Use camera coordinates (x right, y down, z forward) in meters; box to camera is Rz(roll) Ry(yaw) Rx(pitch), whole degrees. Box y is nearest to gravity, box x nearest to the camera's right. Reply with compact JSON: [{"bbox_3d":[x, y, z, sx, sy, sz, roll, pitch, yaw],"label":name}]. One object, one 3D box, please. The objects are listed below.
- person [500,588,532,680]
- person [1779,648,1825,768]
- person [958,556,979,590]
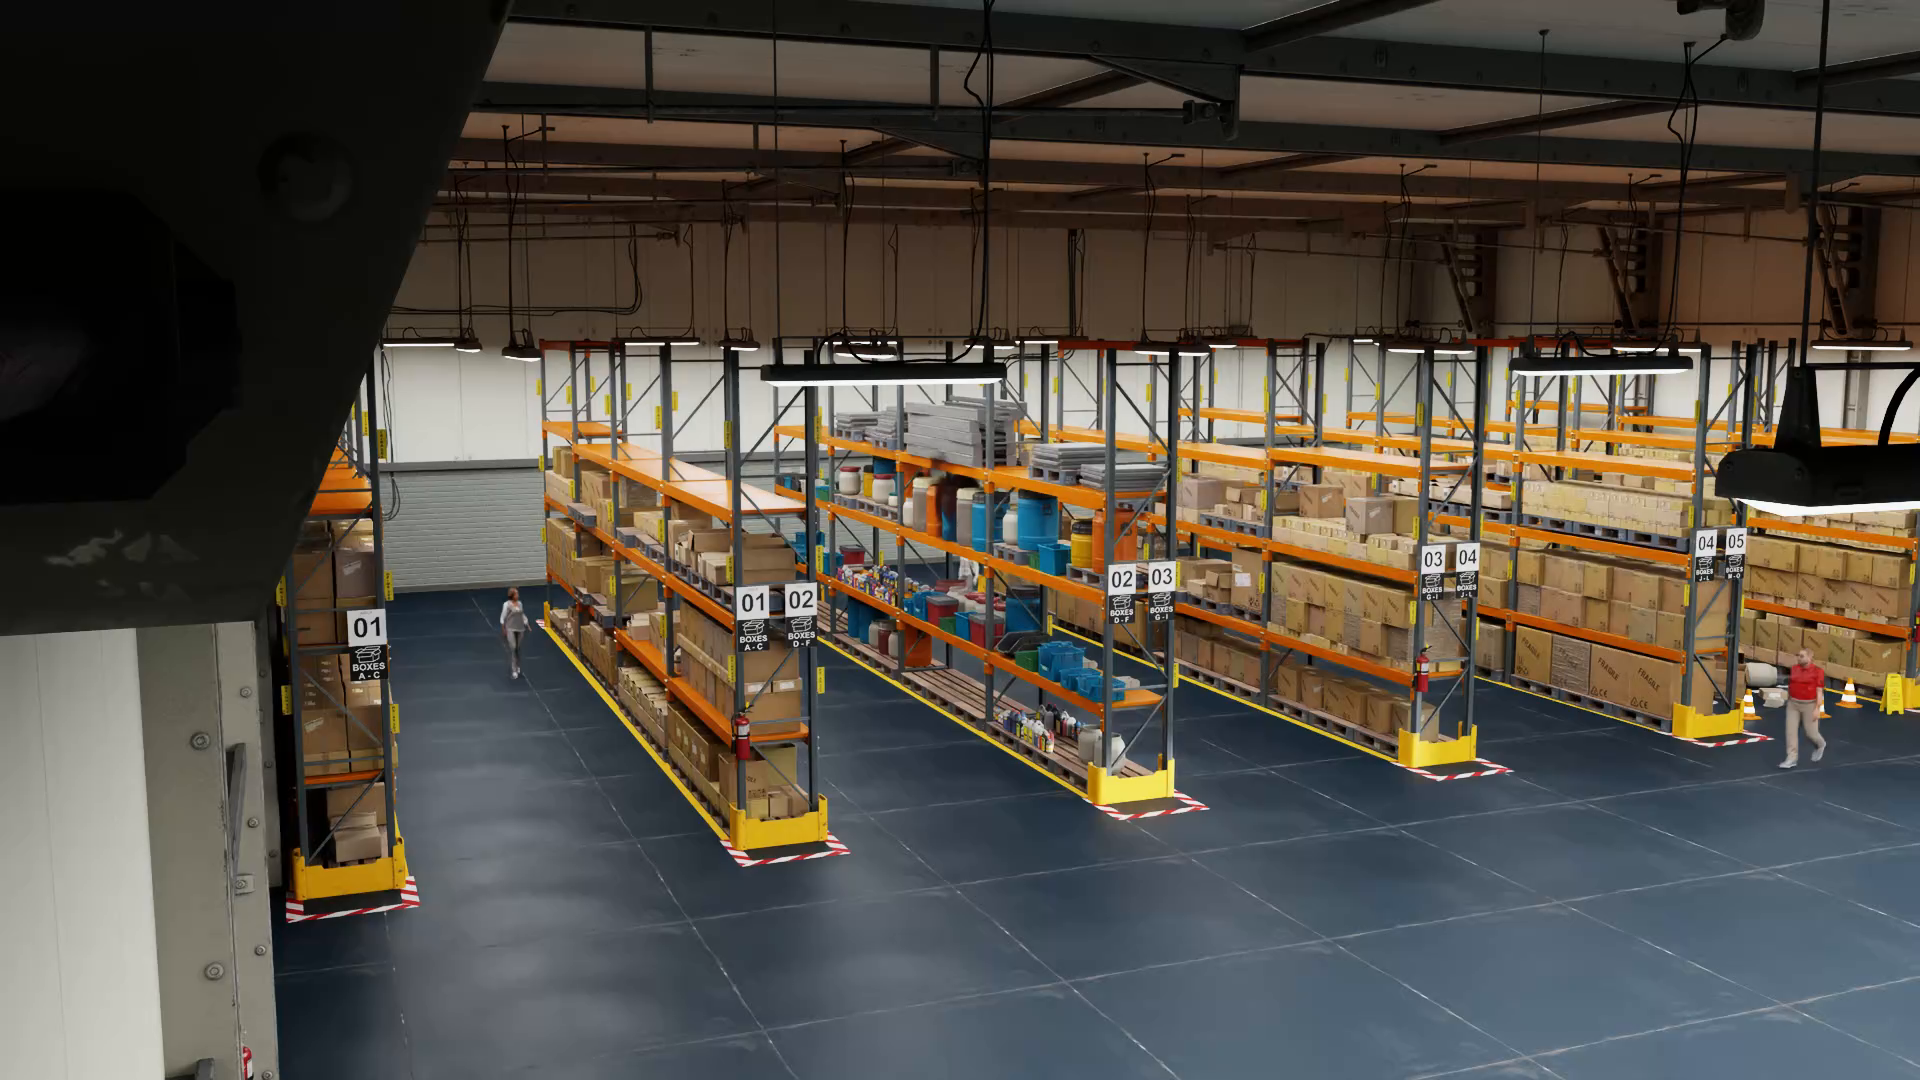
[{"bbox_3d":[-7.987,1.659,29.901,0.522,1.620,0.695,-4,9,-29],"label":"person"},{"bbox_3d":[12.075,2.387,23.775,0.761,1.713,0.515,-7,10,-42],"label":"person"},{"bbox_3d":[0.164,0.837,36.206,0.409,1.764,0.523,-7,10,-44],"label":"person"}]
